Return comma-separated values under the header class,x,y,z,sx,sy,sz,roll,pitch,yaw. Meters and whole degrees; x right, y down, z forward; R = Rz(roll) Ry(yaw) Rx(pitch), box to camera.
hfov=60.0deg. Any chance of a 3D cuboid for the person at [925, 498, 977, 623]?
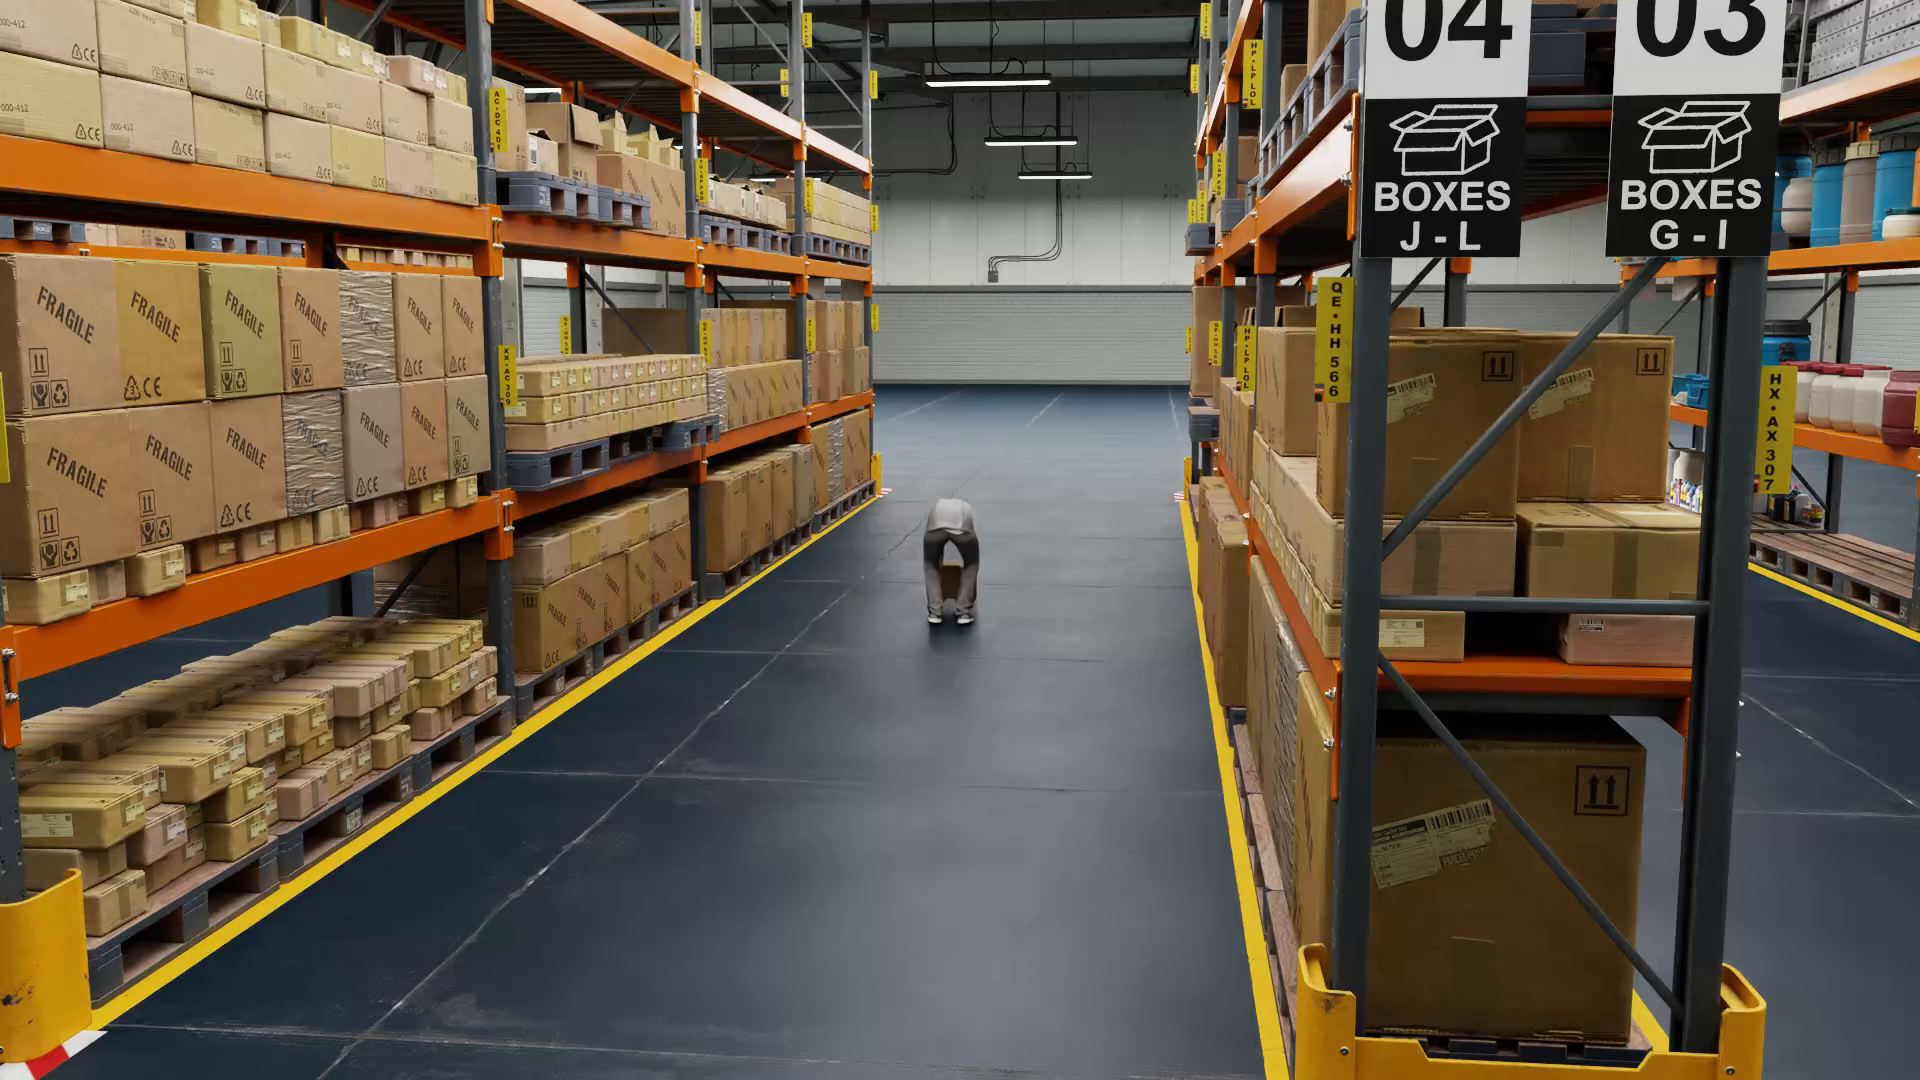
class,x,y,z,sx,sy,sz,roll,pitch,yaw
person,-0.062,0.131,12.365,0.366,0.923,0.861,0,8,3
